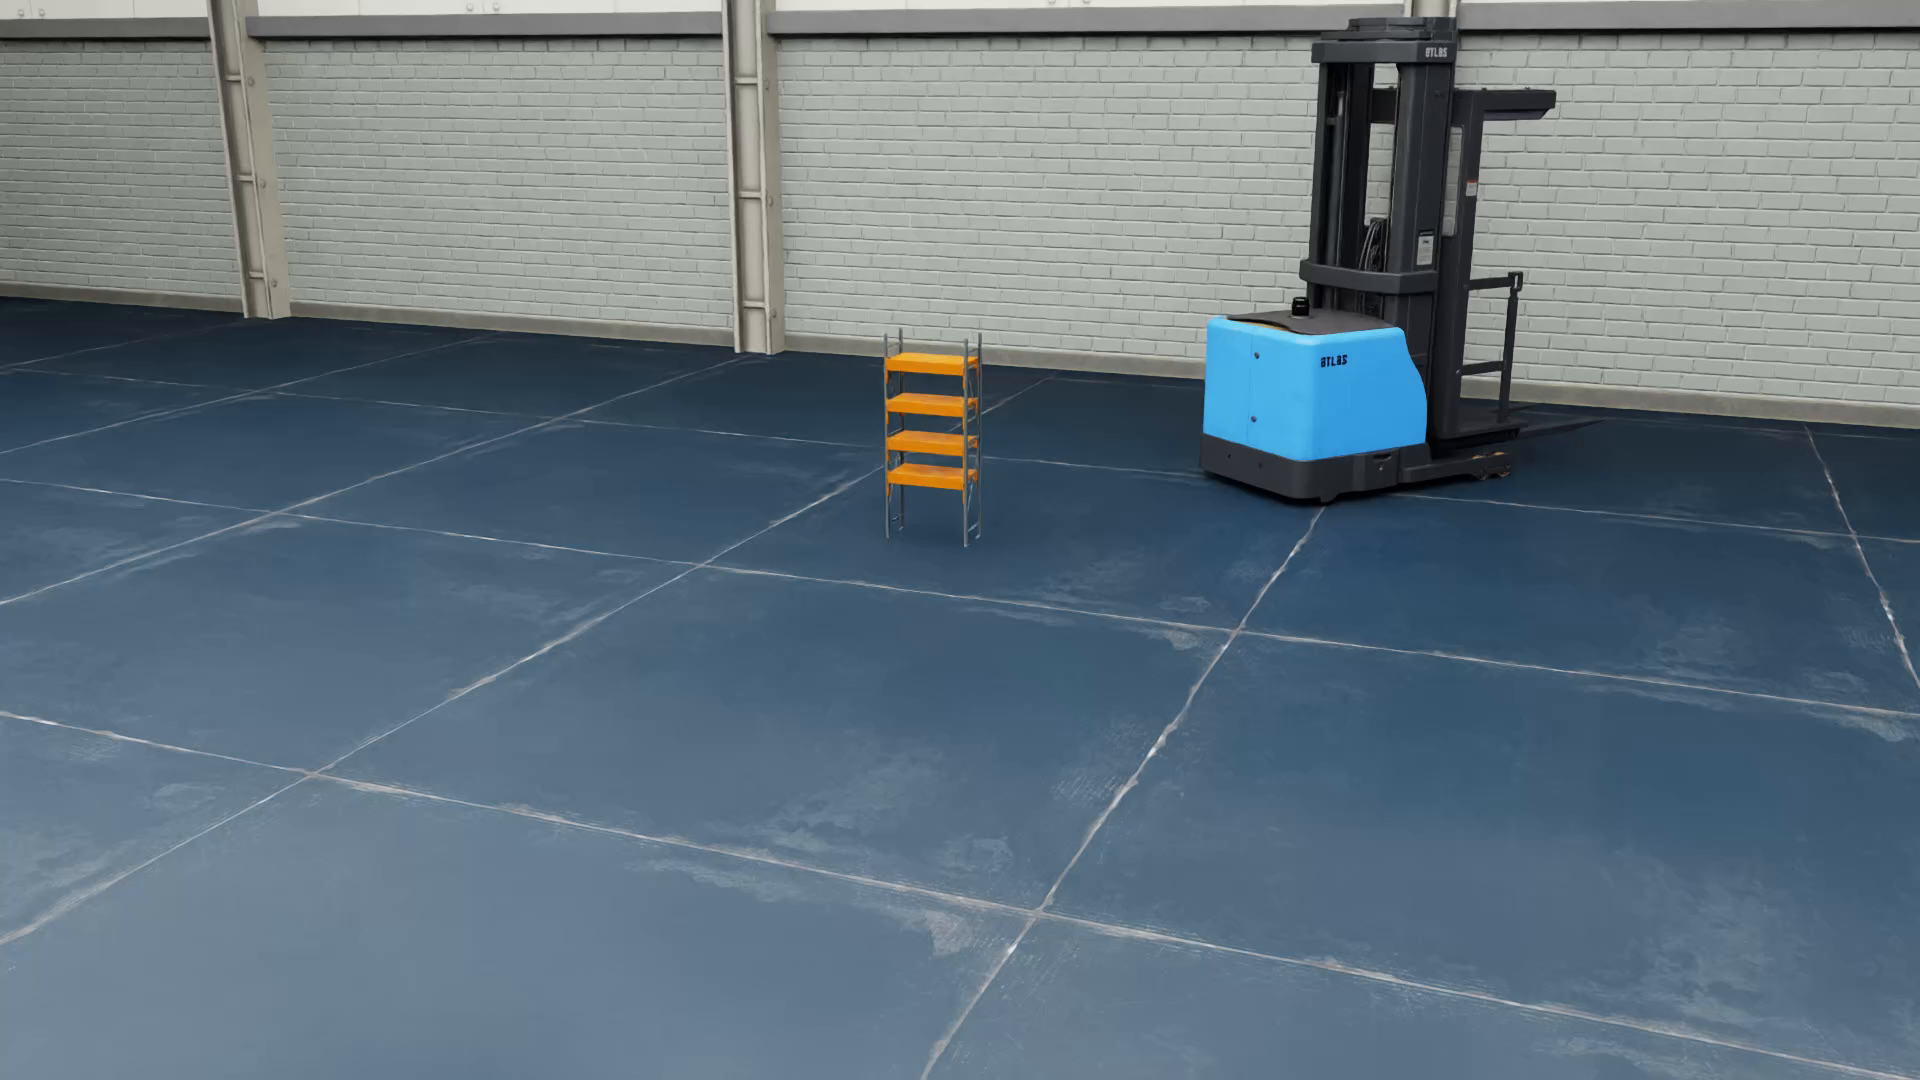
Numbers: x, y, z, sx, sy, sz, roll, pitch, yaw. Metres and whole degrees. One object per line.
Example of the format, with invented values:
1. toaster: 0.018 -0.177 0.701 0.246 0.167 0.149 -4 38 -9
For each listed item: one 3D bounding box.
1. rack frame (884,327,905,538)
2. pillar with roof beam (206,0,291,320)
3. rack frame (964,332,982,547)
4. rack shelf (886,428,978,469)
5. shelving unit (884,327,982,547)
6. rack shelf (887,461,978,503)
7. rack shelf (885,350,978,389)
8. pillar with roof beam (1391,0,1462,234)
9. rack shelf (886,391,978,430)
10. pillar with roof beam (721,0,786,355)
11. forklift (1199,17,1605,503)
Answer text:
1. rack frame: -0.381 -0.618 9.651 0.015 1.200 0.240 6 17 21
2. pillar with roof beam: -9.069 -5.625 12.910 0.400 9.000 9.100 6 17 21
3. rack frame: 0.073 -0.568 9.479 0.015 1.200 0.240 6 17 21
4. rack shelf: -0.154 -0.529 9.583 0.480 0.148 0.258 6 17 21
5. shelving unit: -0.154 -0.593 9.565 0.503 1.200 0.258 6 17 21
6. rack shelf: -0.154 -0.338 9.639 0.480 0.148 0.258 6 17 21
7. rack shelf: -0.154 -0.971 9.455 0.480 0.148 0.258 6 17 21
8. pillar with roof beam: 2.094 -4.398 8.681 0.400 9.000 9.100 6 17 21
9. rack shelf: -0.154 -0.743 9.521 0.480 0.148 0.258 6 17 21
10. pillar with roof beam: -3.488 -5.012 10.796 0.400 9.000 9.100 6 17 21
11. forklift: 3.127 -1.922 11.036 3.031 2.935 1.130 -9 19 -29
